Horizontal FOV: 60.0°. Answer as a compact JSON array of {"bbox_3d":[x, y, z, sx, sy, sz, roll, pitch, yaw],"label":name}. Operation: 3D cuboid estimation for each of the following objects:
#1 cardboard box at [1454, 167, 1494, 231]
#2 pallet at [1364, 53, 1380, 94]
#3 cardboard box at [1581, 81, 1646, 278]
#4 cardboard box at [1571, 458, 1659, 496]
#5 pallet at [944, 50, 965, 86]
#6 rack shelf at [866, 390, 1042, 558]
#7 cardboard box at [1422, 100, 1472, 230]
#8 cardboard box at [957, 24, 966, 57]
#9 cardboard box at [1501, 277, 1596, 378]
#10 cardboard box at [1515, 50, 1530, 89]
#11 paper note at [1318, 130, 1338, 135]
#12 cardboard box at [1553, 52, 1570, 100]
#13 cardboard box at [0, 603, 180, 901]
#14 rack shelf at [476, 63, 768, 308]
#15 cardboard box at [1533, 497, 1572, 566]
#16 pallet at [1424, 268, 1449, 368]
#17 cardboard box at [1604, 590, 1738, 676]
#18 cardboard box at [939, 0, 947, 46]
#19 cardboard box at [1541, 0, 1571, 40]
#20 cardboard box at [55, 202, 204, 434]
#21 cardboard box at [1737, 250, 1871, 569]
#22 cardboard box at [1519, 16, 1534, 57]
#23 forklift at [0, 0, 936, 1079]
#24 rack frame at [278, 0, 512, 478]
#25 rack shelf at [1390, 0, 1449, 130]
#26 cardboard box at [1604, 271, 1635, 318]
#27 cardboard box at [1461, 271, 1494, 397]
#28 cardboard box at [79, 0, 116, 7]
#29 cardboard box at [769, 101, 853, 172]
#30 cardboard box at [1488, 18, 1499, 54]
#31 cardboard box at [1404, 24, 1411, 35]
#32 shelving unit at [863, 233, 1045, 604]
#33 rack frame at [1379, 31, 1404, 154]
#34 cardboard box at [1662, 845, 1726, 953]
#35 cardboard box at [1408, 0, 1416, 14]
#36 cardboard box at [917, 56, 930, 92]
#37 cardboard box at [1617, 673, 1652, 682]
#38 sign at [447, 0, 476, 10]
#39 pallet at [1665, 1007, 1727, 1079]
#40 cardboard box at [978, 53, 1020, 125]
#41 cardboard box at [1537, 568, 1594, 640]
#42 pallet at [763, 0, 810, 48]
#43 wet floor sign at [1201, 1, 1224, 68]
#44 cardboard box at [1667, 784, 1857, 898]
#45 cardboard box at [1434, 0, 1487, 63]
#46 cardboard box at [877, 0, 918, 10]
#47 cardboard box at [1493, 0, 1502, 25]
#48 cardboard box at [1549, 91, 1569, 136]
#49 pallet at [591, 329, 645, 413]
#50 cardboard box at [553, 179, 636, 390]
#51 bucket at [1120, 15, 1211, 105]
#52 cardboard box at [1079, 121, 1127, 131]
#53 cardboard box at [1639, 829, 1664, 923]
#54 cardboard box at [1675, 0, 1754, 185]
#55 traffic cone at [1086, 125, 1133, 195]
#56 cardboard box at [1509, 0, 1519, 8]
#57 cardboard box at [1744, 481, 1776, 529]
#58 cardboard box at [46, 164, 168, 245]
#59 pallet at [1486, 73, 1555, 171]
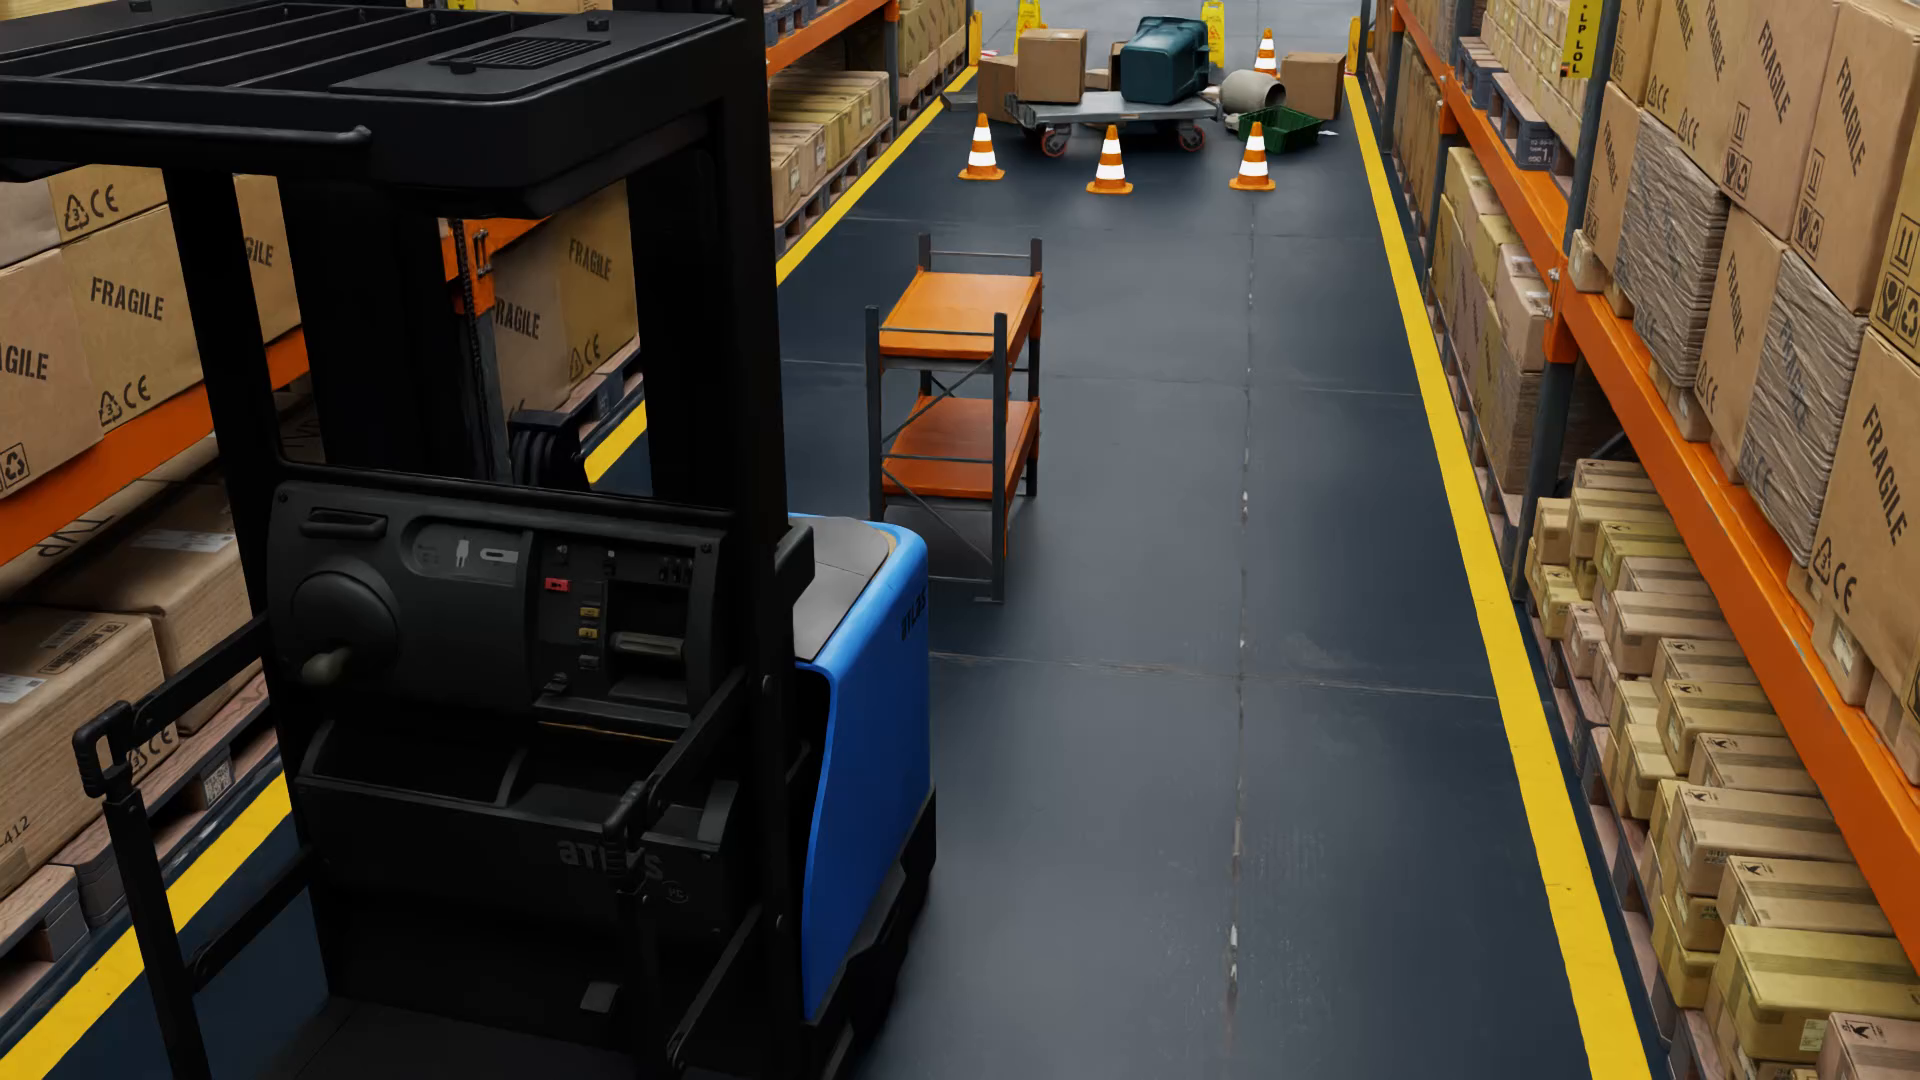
[{"bbox_3d":[2.800,-1.701,8.415,0.500,0.250,0.500,4,25,8],"label":"cardboard box"},{"bbox_3d":[4.488,-4.530,16.180,1.003,0.211,1.213,4,25,9],"label":"pallet"},{"bbox_3d":[2.251,-1.105,5.103,0.500,0.500,0.500,4,25,8],"label":"cardboard box"},{"bbox_3d":[2.320,-0.153,5.705,0.380,0.149,0.250,5,26,11],"label":"cardboard box"},{"bbox_3d":[-0.538,-4.802,16.760,1.003,0.211,1.213,4,25,9],"label":"pallet"},{"bbox_3d":[-0.001,-0.285,6.609,0.538,0.278,1.000,4,25,9],"label":"rack shelf"},{"bbox_3d":[3.423,-2.207,10.085,1.050,0.750,0.750,4,25,8],"label":"cardboard box"},{"bbox_3d":[-0.229,-5.012,16.668,0.500,0.250,0.500,4,25,8],"label":"cardboard box"},{"bbox_3d":[2.453,-0.841,6.577,0.500,0.250,0.500,3,25,7],"label":"cardboard box"},{"bbox_3d":[2.747,-2.136,7.576,0.380,0.149,0.250,4,25,9],"label":"cardboard box"},{"bbox_3d":[3.105,-3.460,14.105,0.147,0.020,0.142,-14,29,-27],"label":"paper note"},{"bbox_3d":[2.576,-1.834,6.580,0.380,0.149,0.250,3,25,7],"label":"cardboard box"},{"bbox_3d":[-2.823,0.562,4.539,0.875,0.438,0.875,5,25,10],"label":"cardboard box"},{"bbox_3d":[-1.993,-1.926,8.175,1.077,0.370,4.000,4,25,9],"label":"rack shelf"},{"bbox_3d":[2.206,-0.019,5.768,0.380,0.149,0.250,5,26,11],"label":"cardboard box"},{"bbox_3d":[3.105,-1.198,9.060,1.003,0.211,1.213,4,25,9],"label":"pallet"},{"bbox_3d":[2.081,0.279,4.782,0.380,0.149,0.250,5,25,10],"label":"cardboard box"},{"bbox_3d":[-0.403,-4.936,15.621,0.500,0.500,0.500,3,25,7],"label":"cardboard box"},{"bbox_3d":[2.667,-2.187,6.983,0.380,0.149,0.250,3,25,6],"label":"cardboard box"},{"bbox_3d":[-2.390,-0.604,4.384,0.500,0.500,0.500,5,26,10],"label":"cardboard box"},{"bbox_3d":[1.909,-0.255,3.288,0.500,0.500,0.500,4,25,9],"label":"cardboard box"},{"bbox_3d":[2.748,-2.272,7.515,0.380,0.149,0.250,4,25,8],"label":"cardboard box"},{"bbox_3d":[-0.944,0.159,2.954,1.130,2.935,3.031,7,26,14],"label":"forklift"},{"bbox_3d":[-2.319,-1.415,6.235,1.000,3.000,0.127,4,25,9],"label":"rack frame"},{"bbox_3d":[3.561,-3.298,11.106,1.077,0.370,4.000,4,25,9],"label":"rack shelf"},{"bbox_3d":[2.243,-0.792,5.199,0.380,0.149,0.250,5,26,10],"label":"cardboard box"},{"bbox_3d":[2.625,-0.928,7.648,0.500,0.500,0.500,3,25,7],"label":"cardboard box"},{"bbox_3d":[-2.352,-1.422,4.187,0.380,0.149,0.250,4,25,9],"label":"cardboard box"},{"bbox_3d":[-1.321,-2.950,12.118,0.950,0.372,0.625,5,26,10],"label":"cardboard box"},{"bbox_3d":[2.918,-2.578,8.521,0.380,0.149,0.250,5,26,11],"label":"cardboard box"},{"bbox_3d":[4.060,-3.946,13.654,0.875,0.875,0.875,4,25,9],"label":"cardboard box"},{"bbox_3d":[-0.001,-0.507,6.505,0.538,1.125,1.048,4,25,9],"label":"shelving unit"},{"bbox_3d":[3.888,-4.460,12.741,1.000,3.000,0.127,4,25,9],"label":"rack frame"},{"bbox_3d":[1.887,0.849,3.914,0.380,0.149,0.250,4,25,9],"label":"cardboard box"},{"bbox_3d":[3.371,-3.884,11.392,0.500,0.500,0.500,4,25,8],"label":"cardboard box"},{"bbox_3d":[-0.573,-4.158,14.843,0.500,0.250,0.500,5,26,11],"label":"cardboard box"},{"bbox_3d":[2.133,0.424,4.823,0.380,0.149,0.250,5,26,11],"label":"cardboard box"},{"bbox_3d":[-1.772,-1.805,5.954,0.100,0.325,0.005,4,25,9],"label":"sign"},{"bbox_3d":[2.107,1.452,3.398,1.003,0.211,1.213,4,25,9],"label":"pallet"},{"bbox_3d":[0.506,-3.984,14.669,0.500,0.500,0.500,-20,32,-36],"label":"cardboard box"},{"bbox_3d":[2.161,0.228,5.592,0.380,0.149,0.250,5,26,10],"label":"cardboard box"},{"bbox_3d":[-1.654,-3.307,10.502,1.213,0.211,1.003,4,25,9],"label":"pallet"},{"bbox_3d":[2.593,-5.216,17.133,0.267,0.644,0.232,0,25,-1],"label":"wet floor sign"},{"bbox_3d":[1.872,0.713,3.855,0.380,0.149,0.250,5,26,10],"label":"cardboard box"},{"bbox_3d":[3.043,-3.040,9.588,0.500,0.500,0.500,4,25,9],"label":"cardboard box"},{"bbox_3d":[-0.570,-4.615,14.171,0.380,0.149,0.250,4,25,9],"label":"cardboard box"},{"bbox_3d":[2.915,-2.697,8.423,0.380,0.149,0.250,5,26,11],"label":"cardboard box"},{"bbox_3d":[2.576,-1.688,6.620,0.380,0.149,0.250,3,25,6],"label":"cardboard box"},{"bbox_3d":[-2.071,-0.992,8.620,1.003,0.211,1.213,4,25,9],"label":"pallet"},{"bbox_3d":[-2.157,-1.286,7.970,0.875,0.875,0.875,5,26,10],"label":"cardboard box"},{"bbox_3d":[1.636,-3.883,13.575,0.726,0.611,0.620,13,38,26],"label":"bucket"},{"bbox_3d":[1.239,-3.715,14.373,0.258,0.266,0.396,-14,29,-27],"label":"cardboard box"},{"bbox_3d":[1.949,0.878,4.204,0.380,0.149,0.250,5,25,10],"label":"cardboard box"},{"bbox_3d":[2.084,-1.149,4.018,0.500,0.500,0.500,4,25,9],"label":"cardboard box"},{"bbox_3d":[1.106,-2.806,12.199,0.336,0.463,0.334,4,25,9],"label":"traffic cone"},{"bbox_3d":[2.838,-2.628,7.925,0.380,0.149,0.250,3,25,6],"label":"cardboard box"},{"bbox_3d":[2.026,-0.128,3.782,0.380,0.149,0.250,4,25,9],"label":"cardboard box"},{"bbox_3d":[-2.379,-1.062,4.184,0.500,0.500,0.500,4,25,9],"label":"cardboard box"},{"bbox_3d":[2.951,-1.870,7.433,1.003,0.211,1.213,4,25,9],"label":"pallet"}]
